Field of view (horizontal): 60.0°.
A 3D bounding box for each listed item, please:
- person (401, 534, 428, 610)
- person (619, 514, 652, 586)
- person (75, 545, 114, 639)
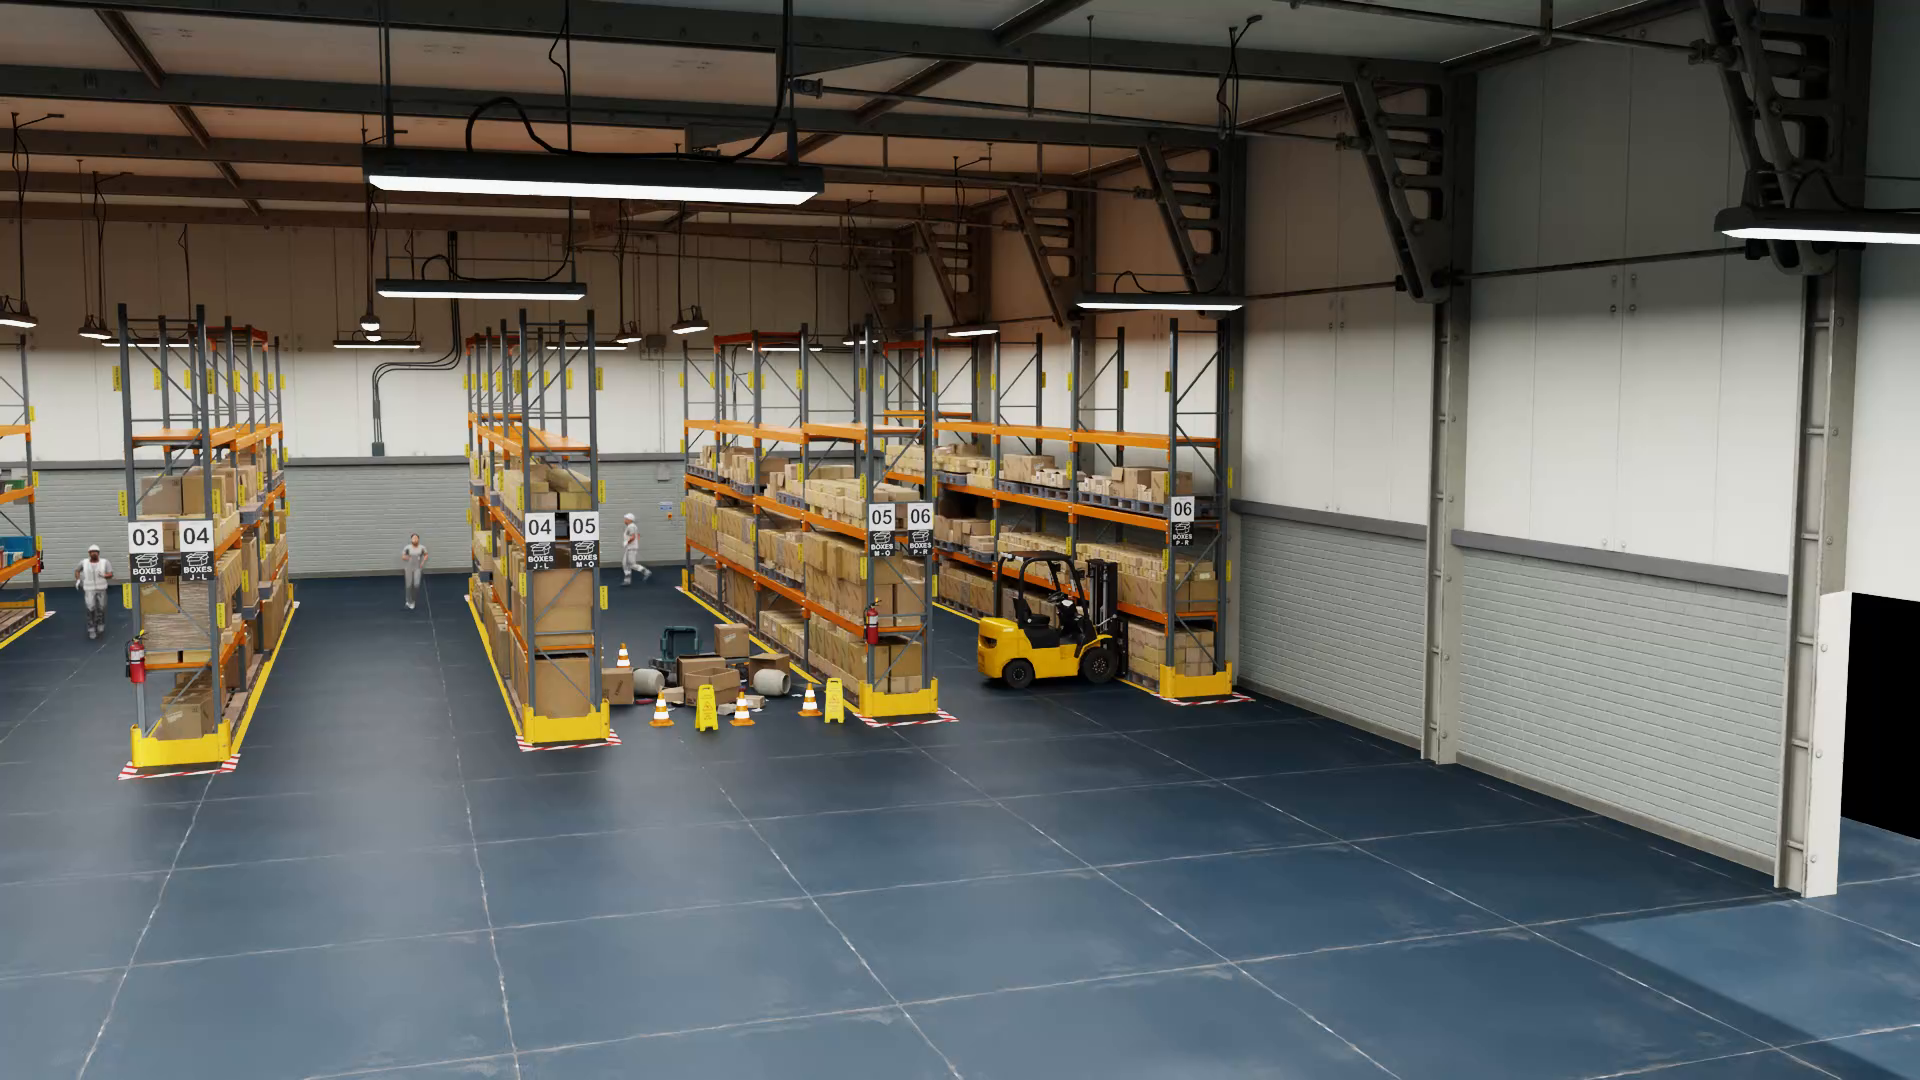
[{"bbox_3d":[-12.059,0.699,36.790,0.568,1.698,0.701,-2,6,-16],"label":"person"},{"bbox_3d":[-7.985,0.241,40.845,0.827,1.779,0.654,-1,5,-8],"label":"person"},{"bbox_3d":[-17.000,1.016,32.690,0.661,1.847,0.785,-3,6,-31],"label":"person"}]
